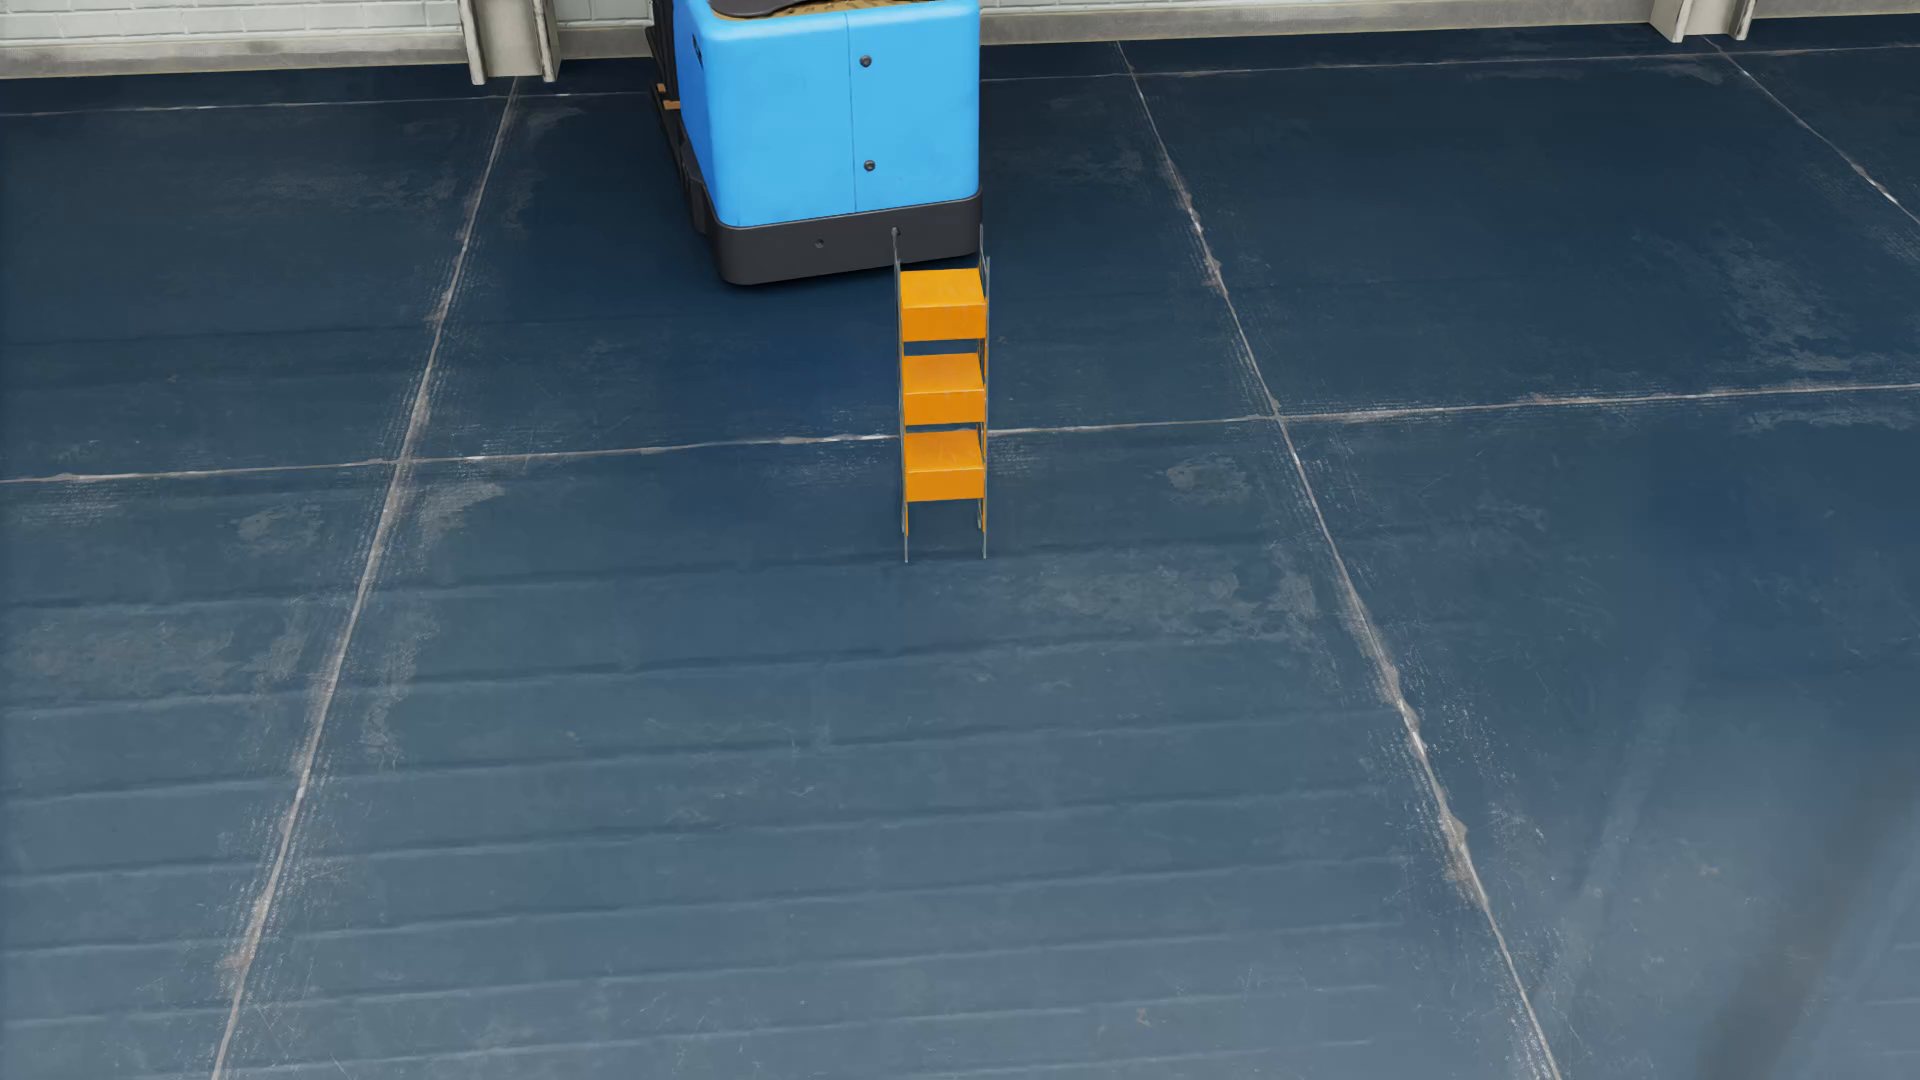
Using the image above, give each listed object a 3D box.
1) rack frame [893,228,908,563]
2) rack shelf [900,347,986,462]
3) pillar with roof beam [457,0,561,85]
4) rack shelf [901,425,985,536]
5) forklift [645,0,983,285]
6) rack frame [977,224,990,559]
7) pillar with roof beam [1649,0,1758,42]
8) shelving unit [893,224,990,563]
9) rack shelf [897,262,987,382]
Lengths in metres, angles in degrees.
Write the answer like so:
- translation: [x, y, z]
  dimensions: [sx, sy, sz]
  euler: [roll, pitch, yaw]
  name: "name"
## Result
- translation: [-0.175, -0.403, 4.913]
  dimensions: [0.008, 1.050, 0.200]
  euler: [-3, 38, -4]
  name: "rack frame"
- translation: [-0.053, -0.401, 4.928]
  dimensions: [0.240, 0.259, 0.215]
  euler: [-3, 38, -4]
  name: "rack shelf"
- translation: [-1.792, -3.185, 2.021]
  dimensions: [0.400, 9.000, 9.100]
  euler: [-3, 38, -4]
  name: "pillar with roof beam"
- translation: [-0.053, -0.183, 5.100]
  dimensions: [0.240, 0.259, 0.215]
  euler: [-3, 38, -4]
  name: "rack shelf"
- translation: [-0.804, -3.046, 6.744]
  dimensions: [1.130, 2.935, 3.031]
  euler: [-10, 39, -12]
  name: "forklift"
- translation: [0.068, -0.416, 4.930]
  dimensions: [0.008, 1.050, 0.200]
  euler: [-3, 38, -4]
  name: "rack frame"
- translation: [4.184, -3.514, 2.439]
  dimensions: [0.400, 9.000, 9.100]
  euler: [-3, 38, -4]
  name: "pillar with roof beam"
- translation: [-0.053, -0.409, 4.921]
  dimensions: [0.252, 1.050, 0.215]
  euler: [-3, 38, -4]
  name: "shelving unit"
- translation: [-0.053, -0.624, 4.752]
  dimensions: [0.240, 0.259, 0.215]
  euler: [-3, 38, -4]
  name: "rack shelf"
